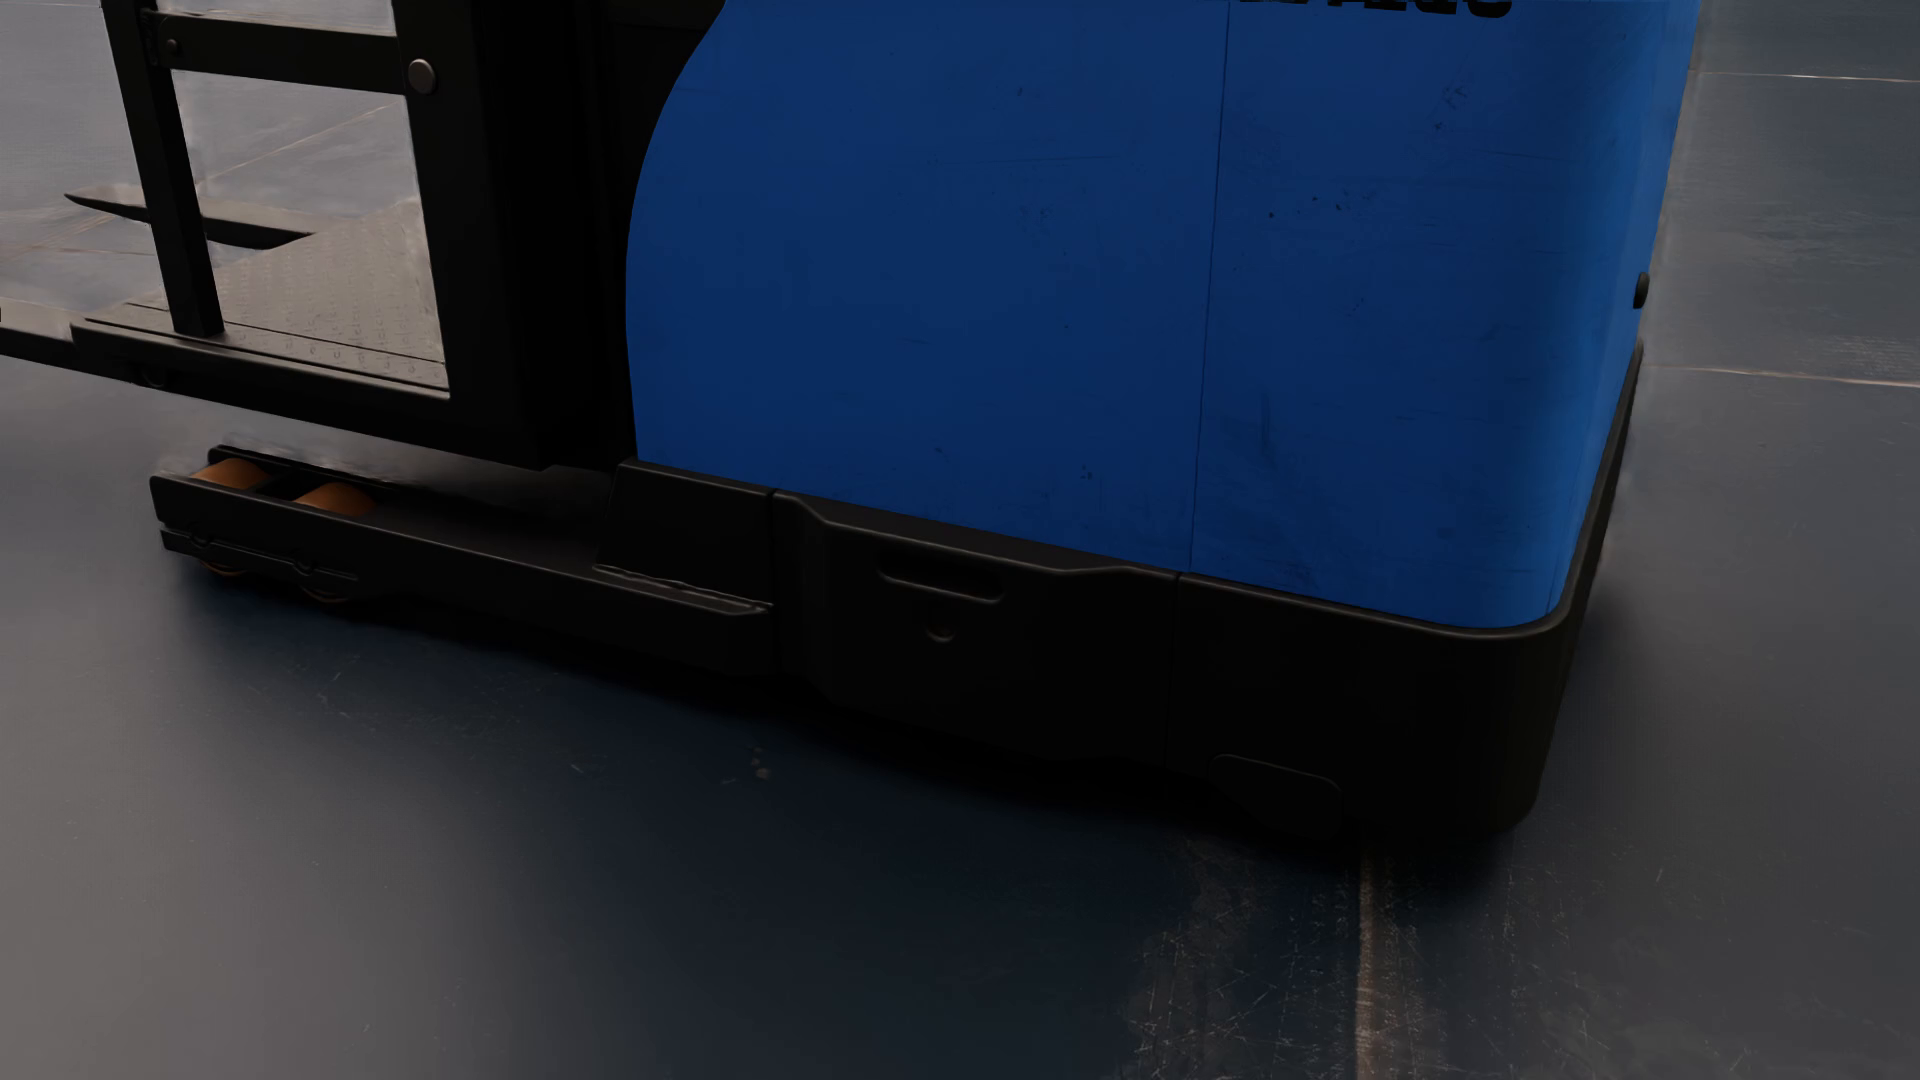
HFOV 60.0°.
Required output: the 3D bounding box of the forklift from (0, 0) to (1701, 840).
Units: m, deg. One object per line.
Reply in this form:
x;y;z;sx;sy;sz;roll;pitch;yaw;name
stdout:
-0.583;-1.421;2.062;3.031;2.935;1.130;12;29;22;forklift
